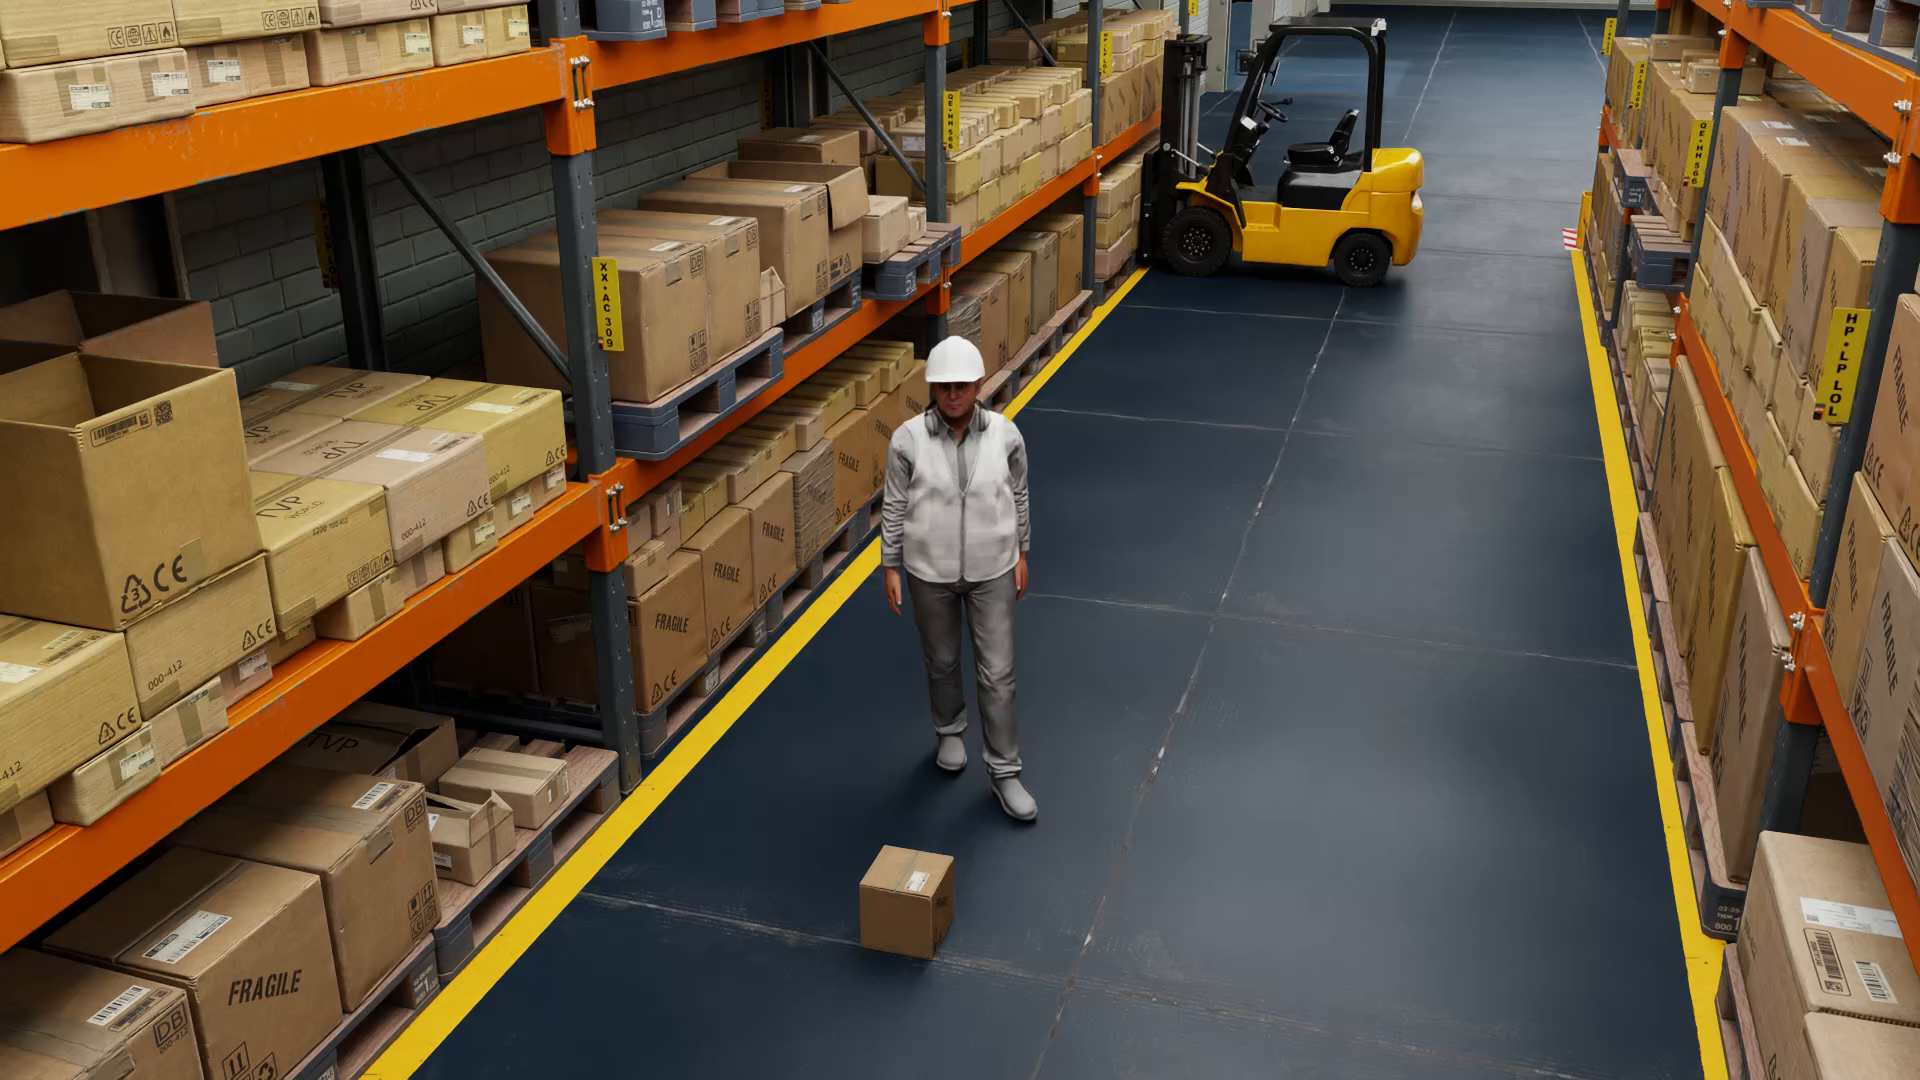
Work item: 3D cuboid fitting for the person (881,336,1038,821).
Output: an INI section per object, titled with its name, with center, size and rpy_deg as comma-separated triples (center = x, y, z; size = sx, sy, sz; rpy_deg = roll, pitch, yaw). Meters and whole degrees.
[person]
center = -0.008, 0.123, 6.207
size = 0.571, 1.759, 0.708
rpy_deg = -1, 22, -3
